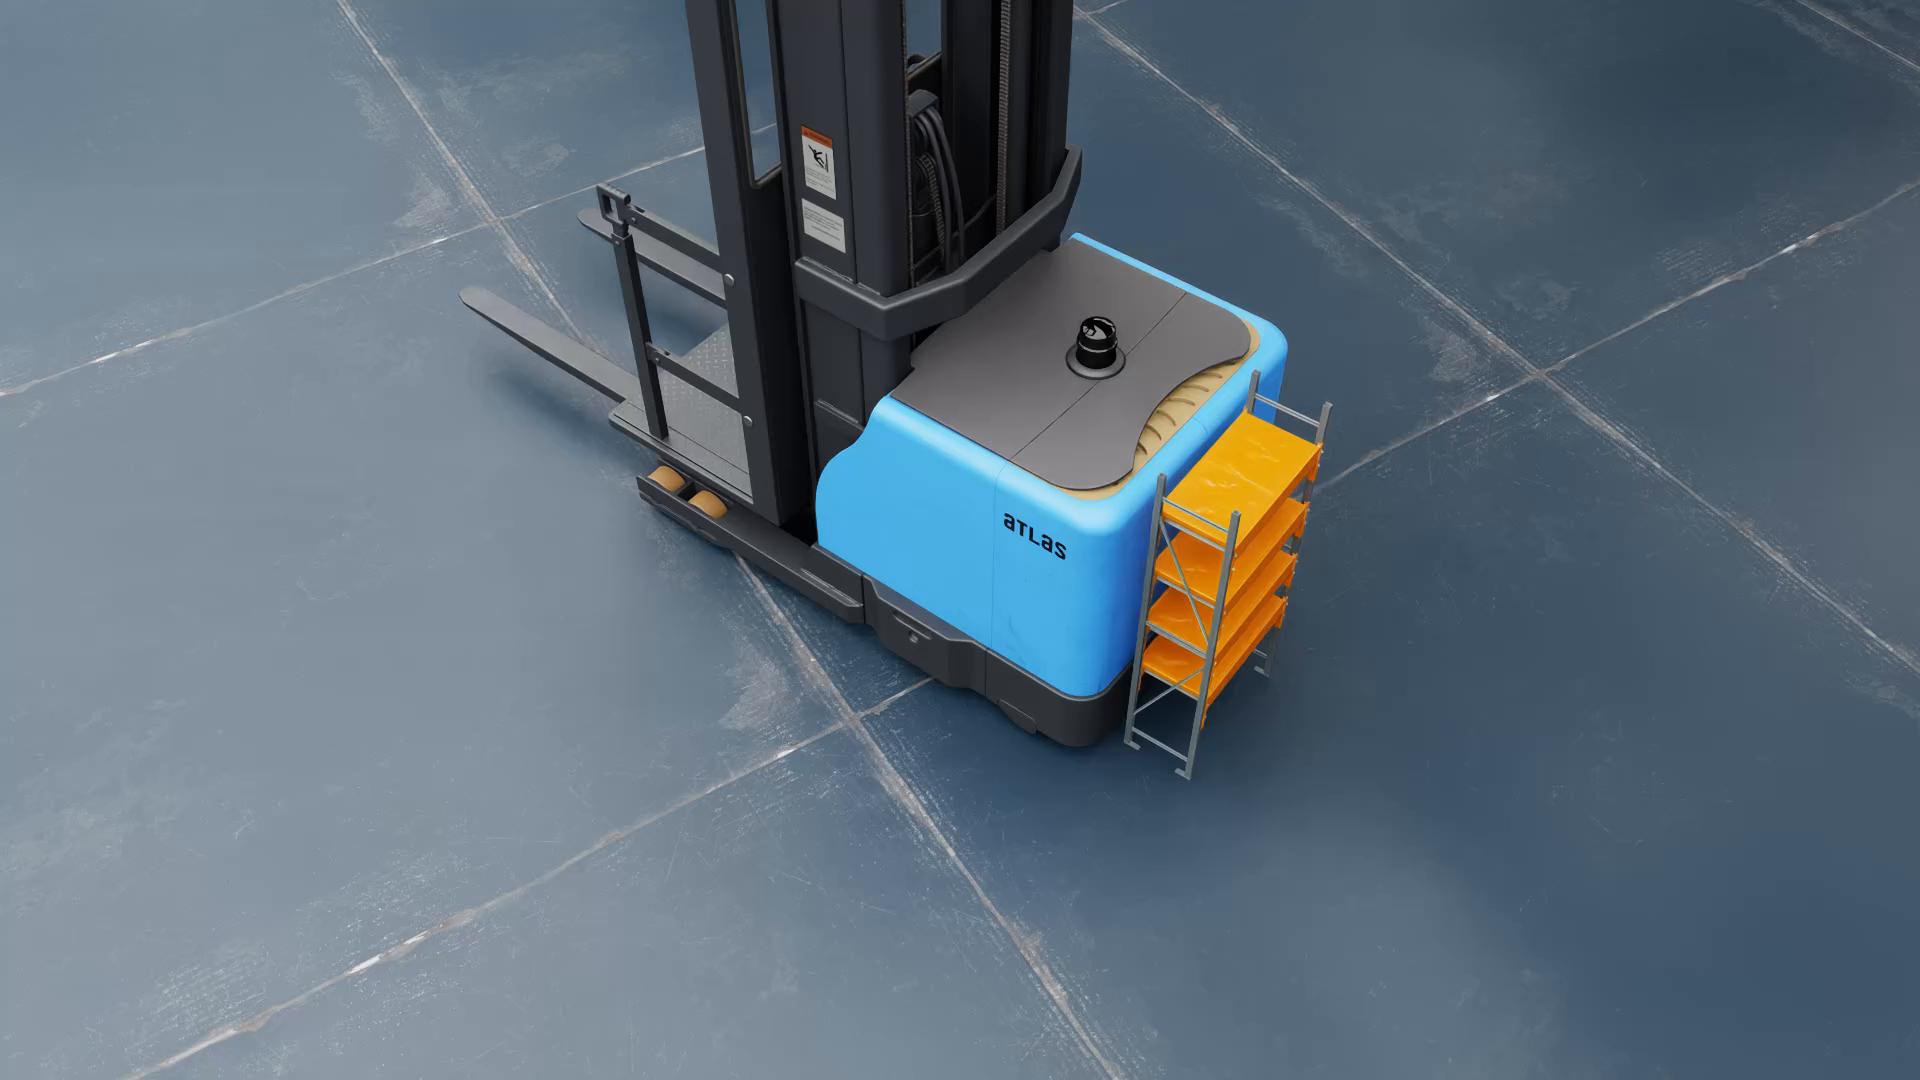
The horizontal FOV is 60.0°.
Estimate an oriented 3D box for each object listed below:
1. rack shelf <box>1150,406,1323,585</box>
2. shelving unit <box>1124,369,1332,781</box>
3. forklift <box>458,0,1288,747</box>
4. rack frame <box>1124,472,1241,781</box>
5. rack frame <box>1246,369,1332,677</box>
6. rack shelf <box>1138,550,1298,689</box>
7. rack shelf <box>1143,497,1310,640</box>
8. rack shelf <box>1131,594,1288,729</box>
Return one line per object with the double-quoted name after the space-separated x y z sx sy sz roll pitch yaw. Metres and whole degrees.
0.756 -0.128 4.534 0.258 0.148 0.480 29 54 23 "rack shelf"
0.756 0.134 4.828 0.258 1.200 0.503 29 54 23 "shelving unit"
-0.497 -1.262 4.912 3.031 2.935 1.130 30 55 24 "forklift"
0.611 0.281 4.697 0.240 1.200 0.015 29 54 23 "rack frame"
0.900 -0.013 4.958 0.240 1.200 0.015 29 54 23 "rack frame"
0.756 0.178 4.878 0.258 0.148 0.480 29 54 23 "rack shelf"
0.756 0.030 4.711 0.258 0.148 0.480 29 54 23 "rack shelf"
0.756 0.310 5.026 0.258 0.148 0.480 29 54 23 "rack shelf"
